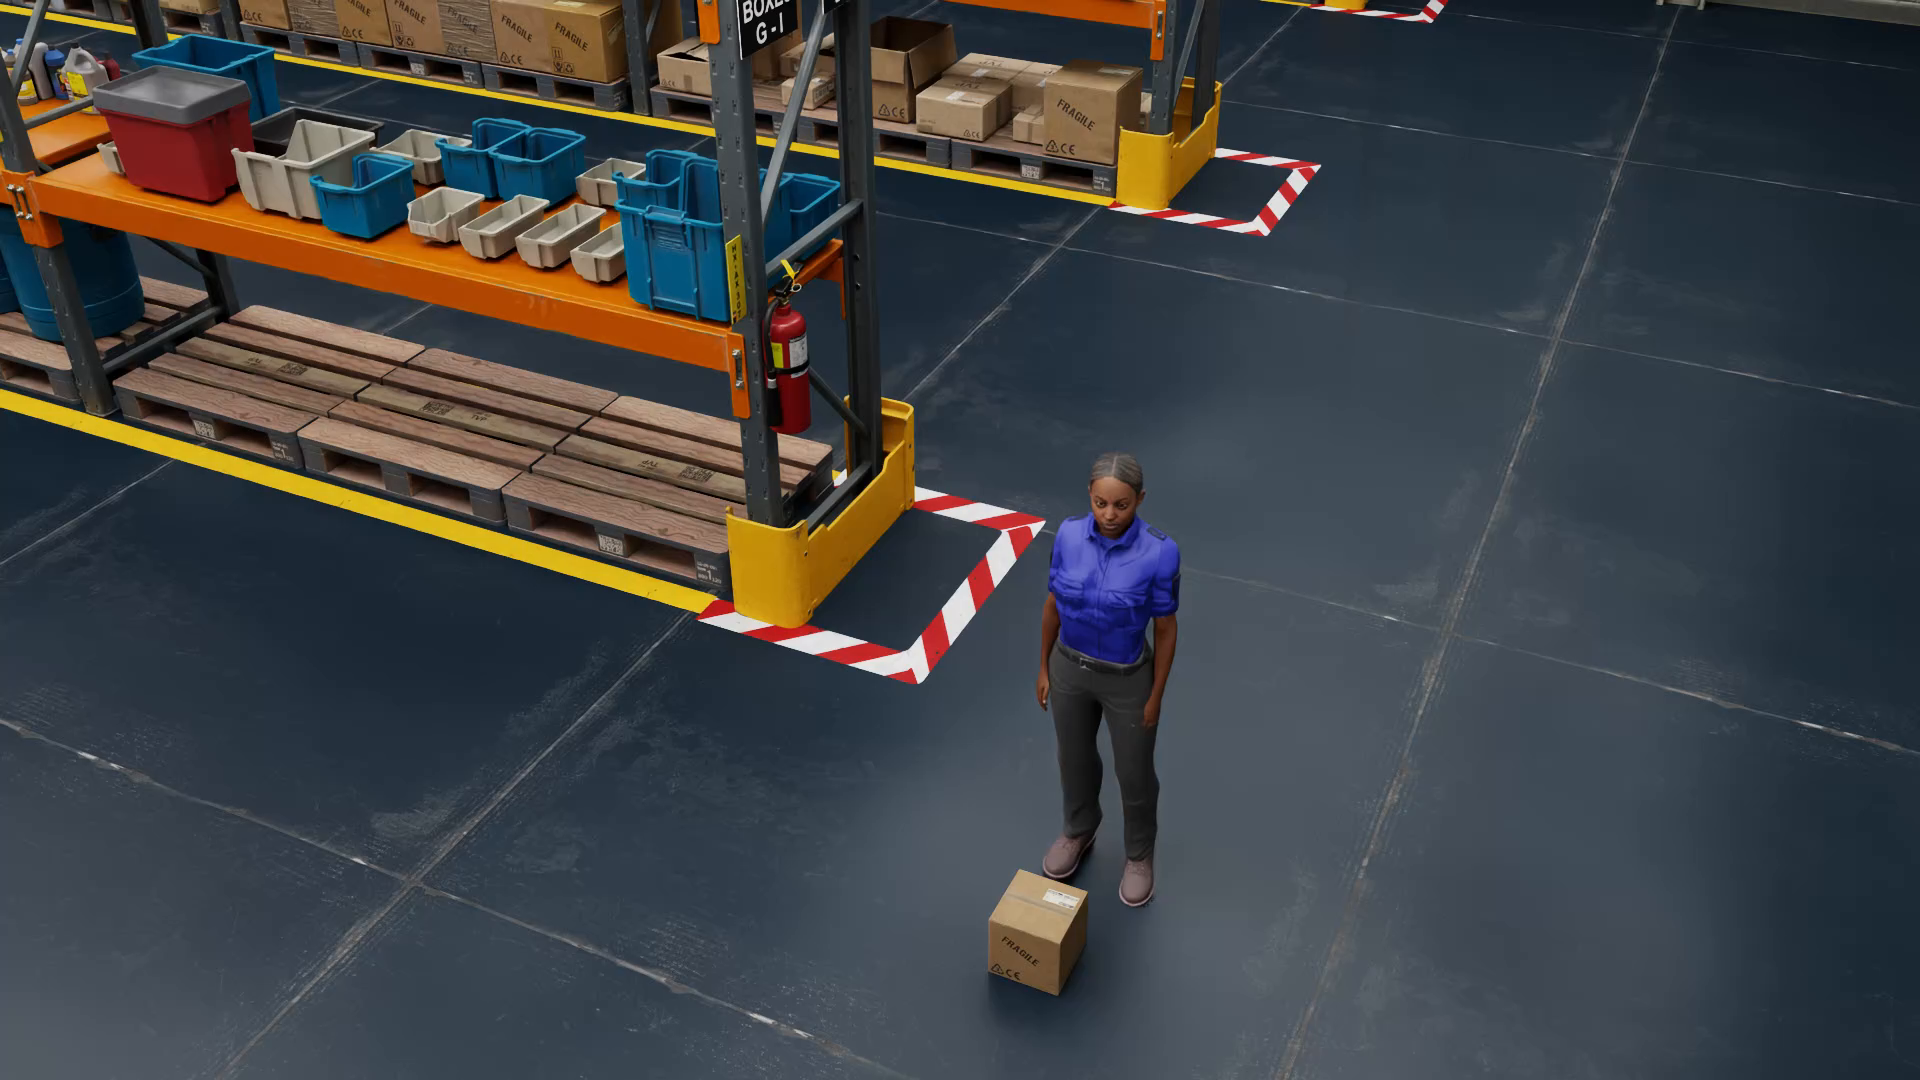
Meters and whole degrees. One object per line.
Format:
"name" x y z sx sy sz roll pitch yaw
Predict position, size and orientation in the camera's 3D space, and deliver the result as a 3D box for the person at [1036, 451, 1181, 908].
"person" 0.482 0.461 5.455 0.480 1.671 0.330 15 37 21
